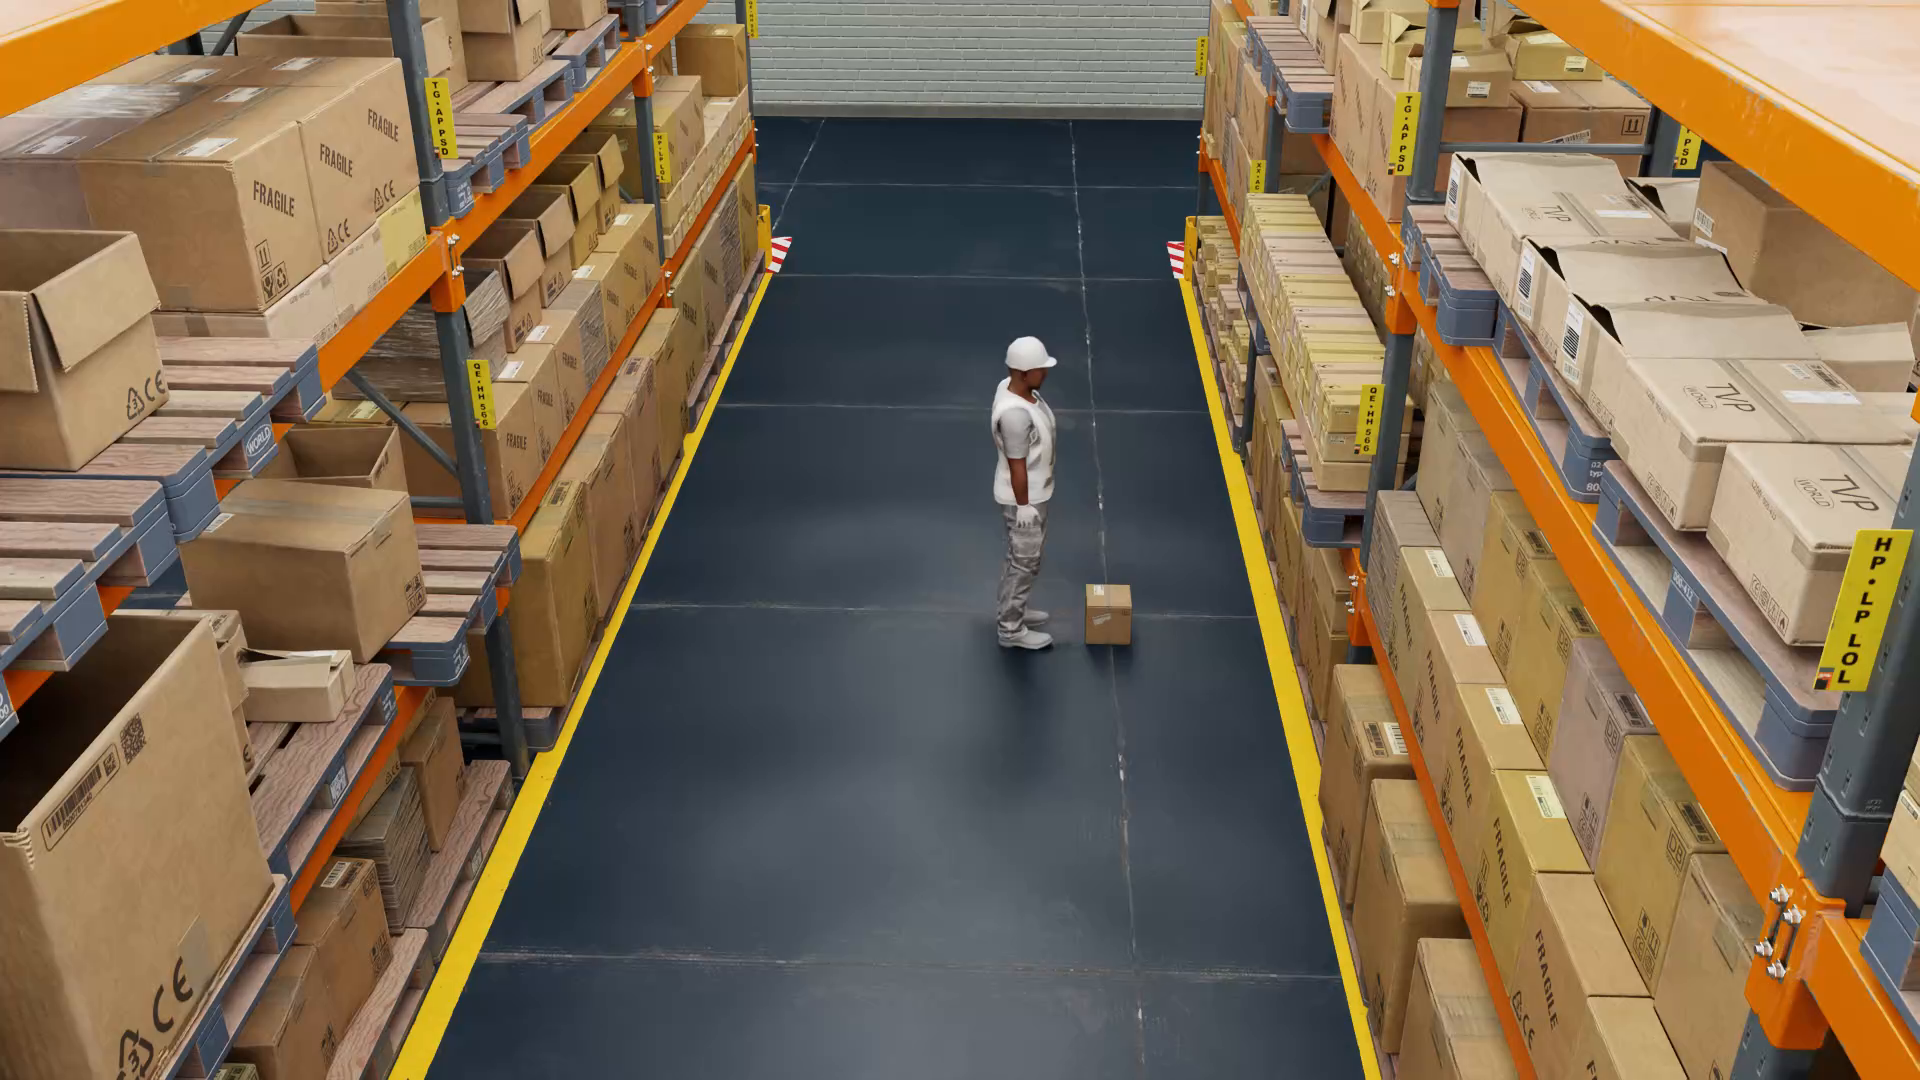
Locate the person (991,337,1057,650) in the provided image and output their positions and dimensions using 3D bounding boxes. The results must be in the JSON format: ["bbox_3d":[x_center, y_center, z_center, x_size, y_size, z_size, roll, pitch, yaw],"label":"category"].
[{"bbox_3d":[0.351,-0.265,9.113,0.361,1.781,0.547,2,28,3],"label":"person"}]
